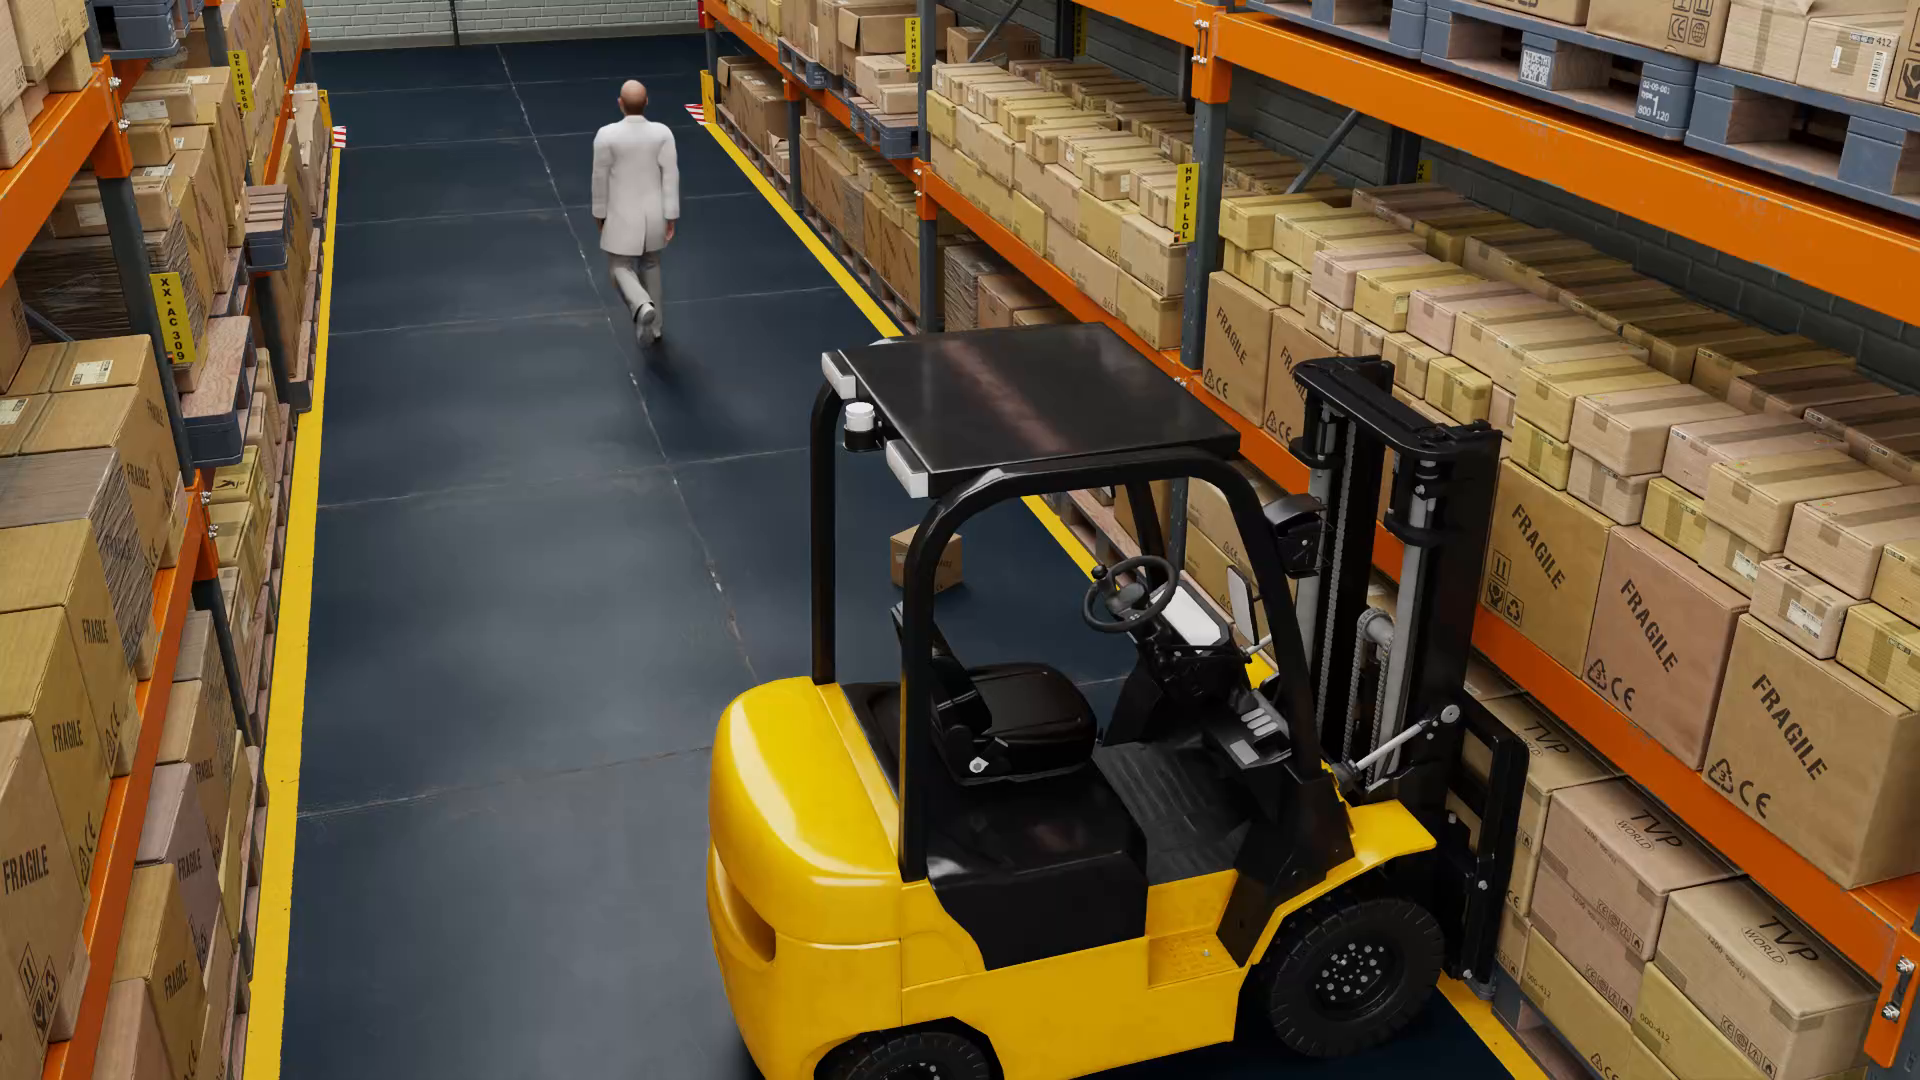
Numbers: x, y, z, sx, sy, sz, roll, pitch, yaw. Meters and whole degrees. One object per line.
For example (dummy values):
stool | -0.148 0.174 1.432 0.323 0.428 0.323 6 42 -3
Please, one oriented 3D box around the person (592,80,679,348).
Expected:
person | -2.133 -2.147 11.008 0.568 1.753 0.832 -12 29 -23
